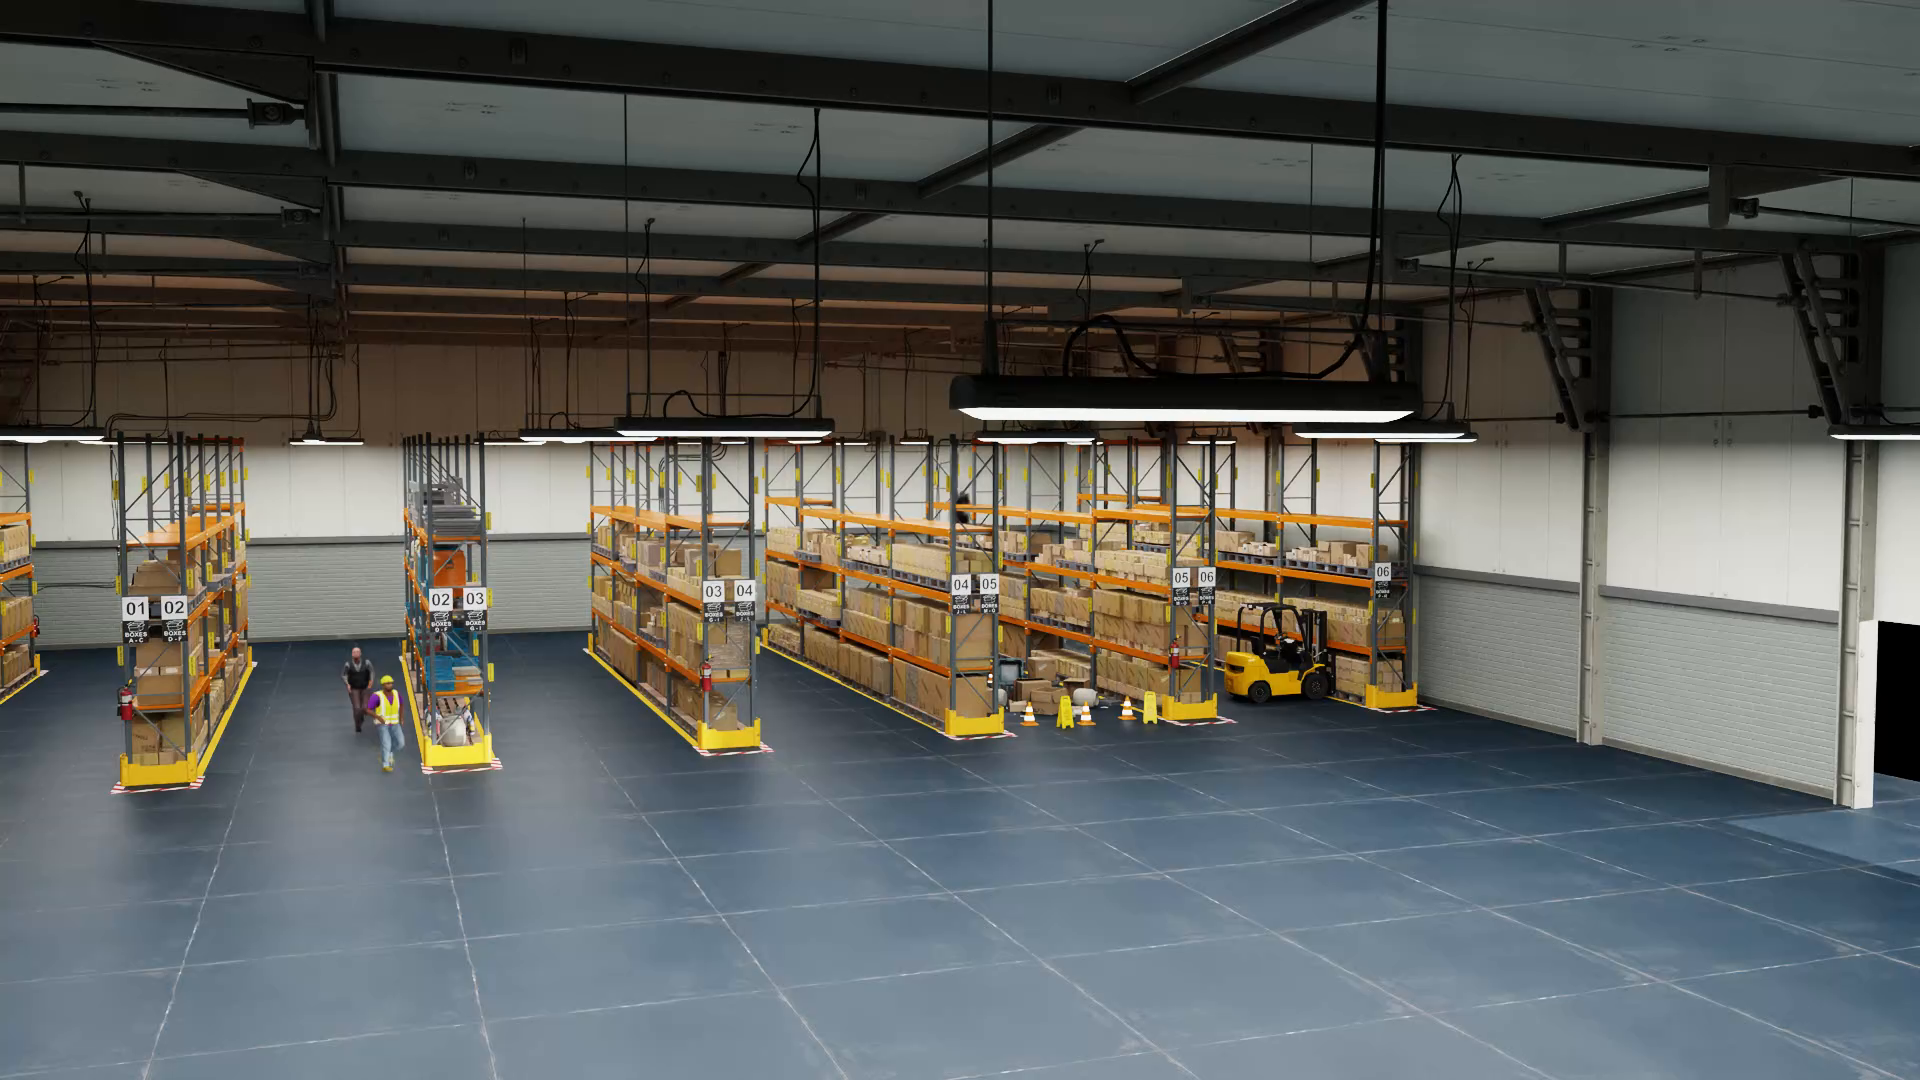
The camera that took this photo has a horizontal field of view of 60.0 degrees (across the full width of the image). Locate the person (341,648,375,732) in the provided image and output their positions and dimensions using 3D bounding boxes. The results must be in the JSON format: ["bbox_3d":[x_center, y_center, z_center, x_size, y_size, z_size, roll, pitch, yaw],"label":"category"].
[{"bbox_3d":[-12.178,3.022,33.664,0.664,1.690,0.546,-1,3,-24],"label":"person"}]

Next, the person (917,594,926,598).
[{"bbox_3d":[-1.105,2.050,51.353,0.562,1.666,0.766,0,3,1],"label":"person"}]

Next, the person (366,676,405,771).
[{"bbox_3d":[-10.087,3.246,29.322,0.611,1.725,0.728,3,4,44],"label":"person"}]

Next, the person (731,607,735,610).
[{"bbox_3d":[-6.658,2.152,48.890,0.557,1.710,0.770,-2,4,-33],"label":"person"}]
